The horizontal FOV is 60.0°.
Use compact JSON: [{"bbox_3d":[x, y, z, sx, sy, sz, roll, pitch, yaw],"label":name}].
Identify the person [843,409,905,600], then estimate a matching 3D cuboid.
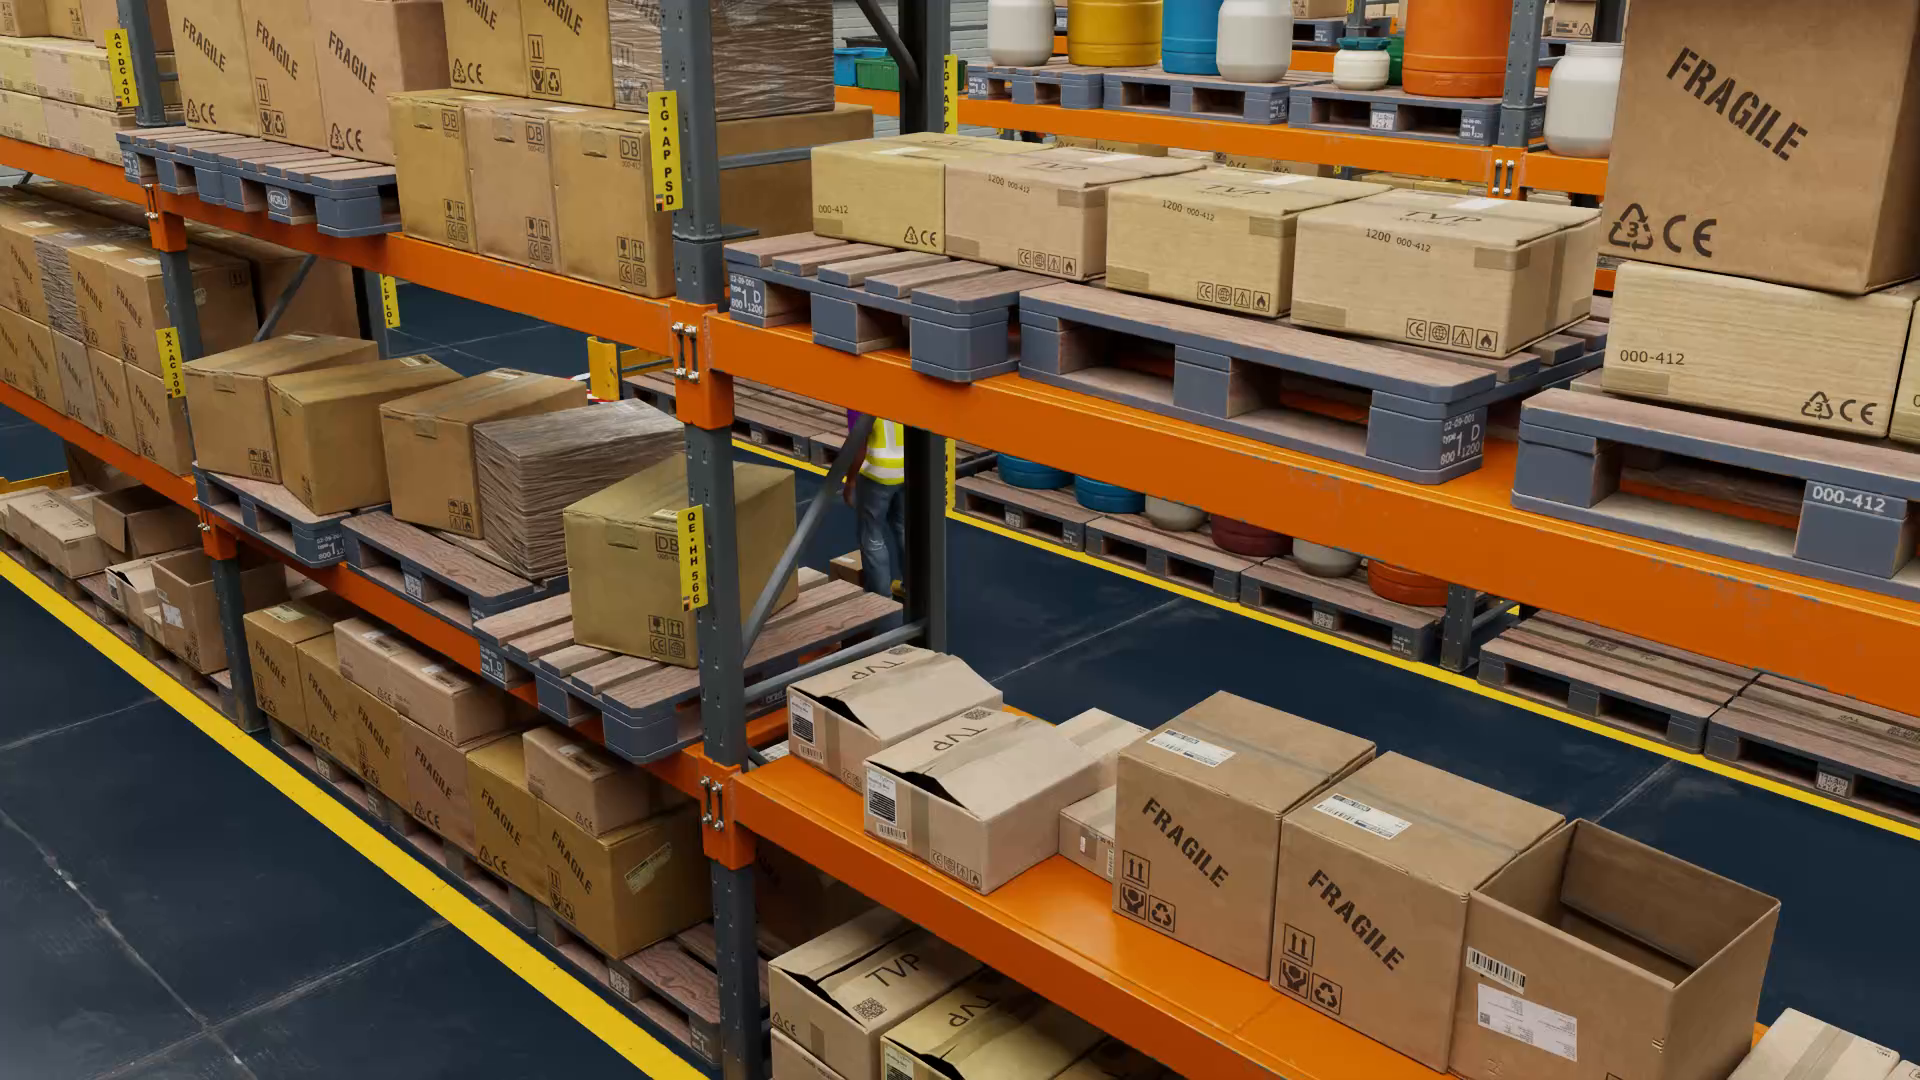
[{"bbox_3d":[-0.447,-0.416,9.668,0.462,1.759,0.632,17,26,38],"label":"person"}]
